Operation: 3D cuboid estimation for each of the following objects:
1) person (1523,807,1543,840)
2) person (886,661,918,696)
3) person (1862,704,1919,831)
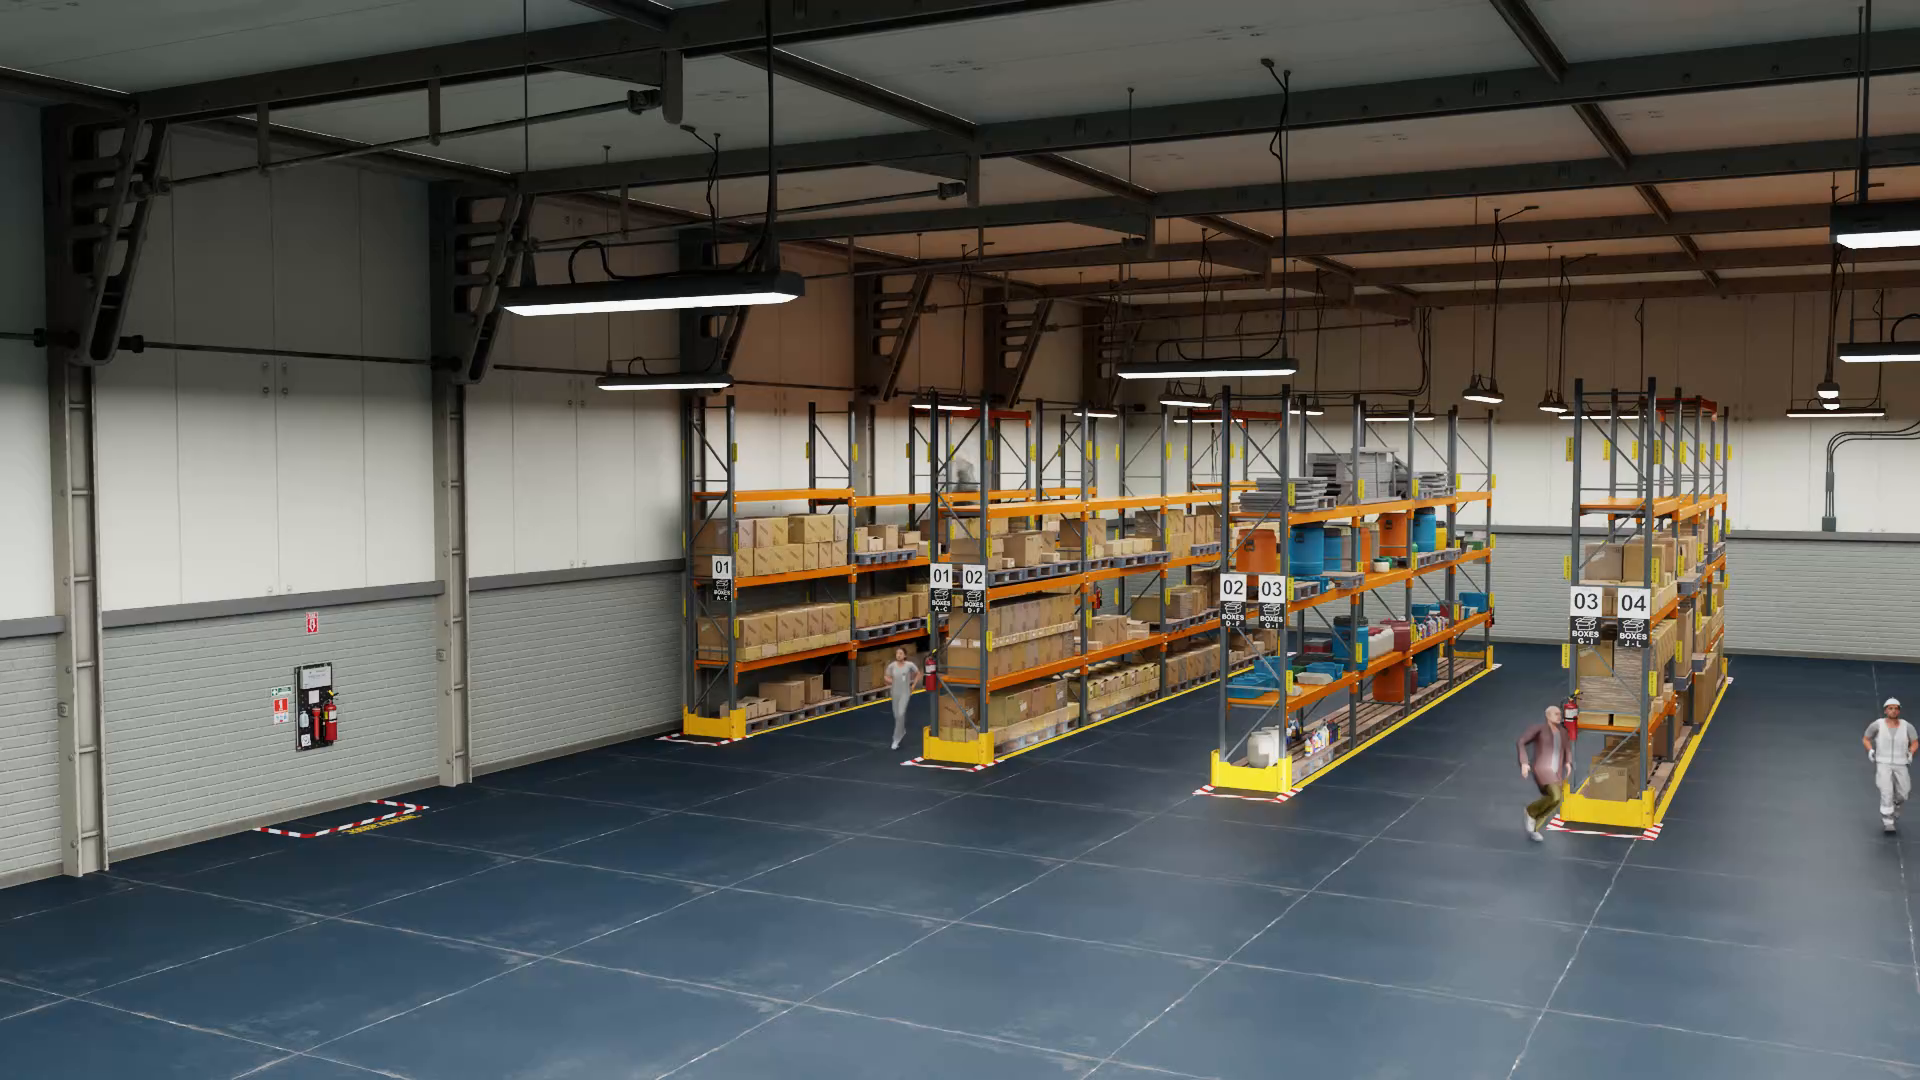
[{"bbox_3d":[7.419,3.668,21.519,0.212,0.389,0.365,-1,3,-22],"label":"person"},{"bbox_3d":[-1.005,2.352,28.350,0.537,0.585,0.366,1,3,17],"label":"person"},{"bbox_3d":[12.349,2.993,22.072,0.657,1.693,0.673,1,3,22],"label":"person"}]
